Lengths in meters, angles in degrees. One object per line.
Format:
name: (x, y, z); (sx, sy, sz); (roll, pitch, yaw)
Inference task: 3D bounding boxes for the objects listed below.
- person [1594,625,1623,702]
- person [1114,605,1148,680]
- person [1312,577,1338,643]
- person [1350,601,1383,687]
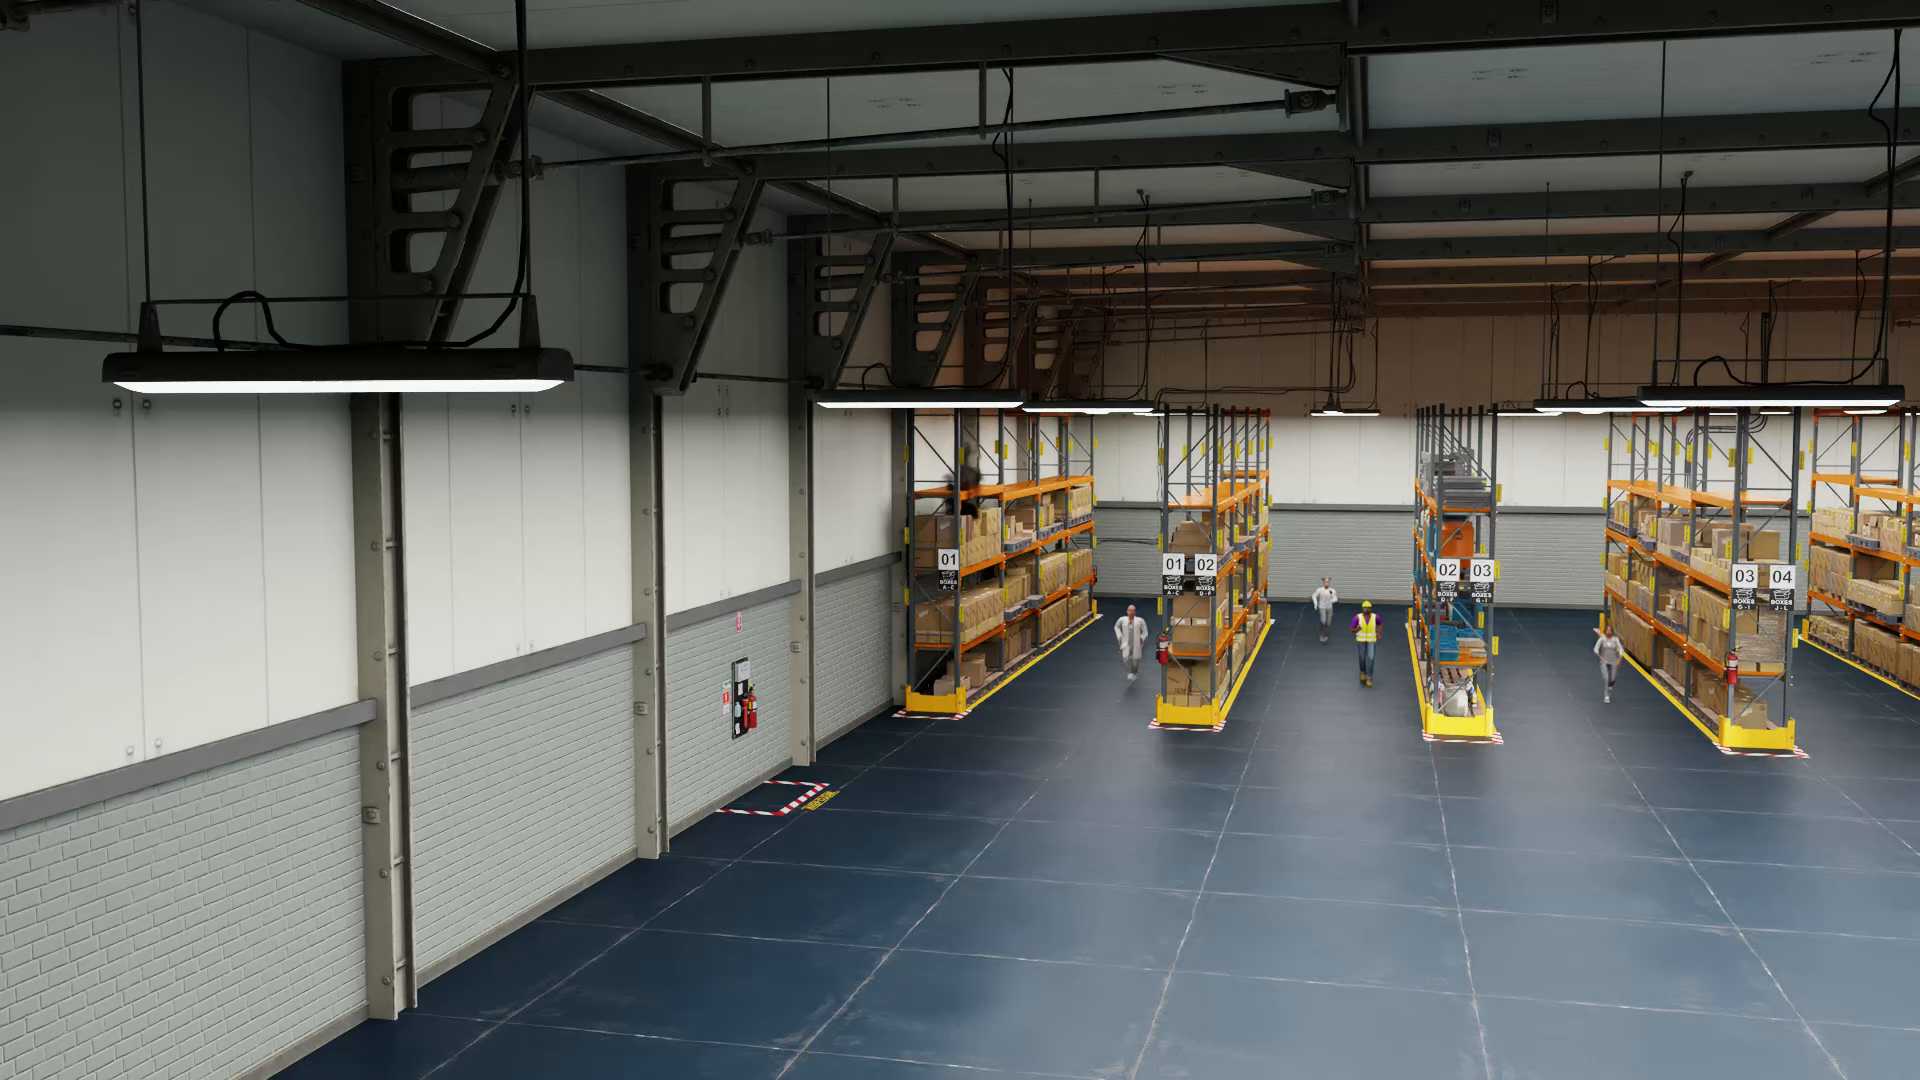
person: (13.149, 2.493, 33.739); (0.564, 1.559, 0.576); (1, 4, 14)
person: (3.608, 2.190, 35.131); (0.711, 1.633, 0.928); (1, 4, 7)
person: (9.343, 1.786, 42.503); (0.572, 1.706, 0.685); (0, 4, 0)
person: (8.739, 2.208, 35.786); (0.688, 1.788, 0.891); (1, 4, 13)
